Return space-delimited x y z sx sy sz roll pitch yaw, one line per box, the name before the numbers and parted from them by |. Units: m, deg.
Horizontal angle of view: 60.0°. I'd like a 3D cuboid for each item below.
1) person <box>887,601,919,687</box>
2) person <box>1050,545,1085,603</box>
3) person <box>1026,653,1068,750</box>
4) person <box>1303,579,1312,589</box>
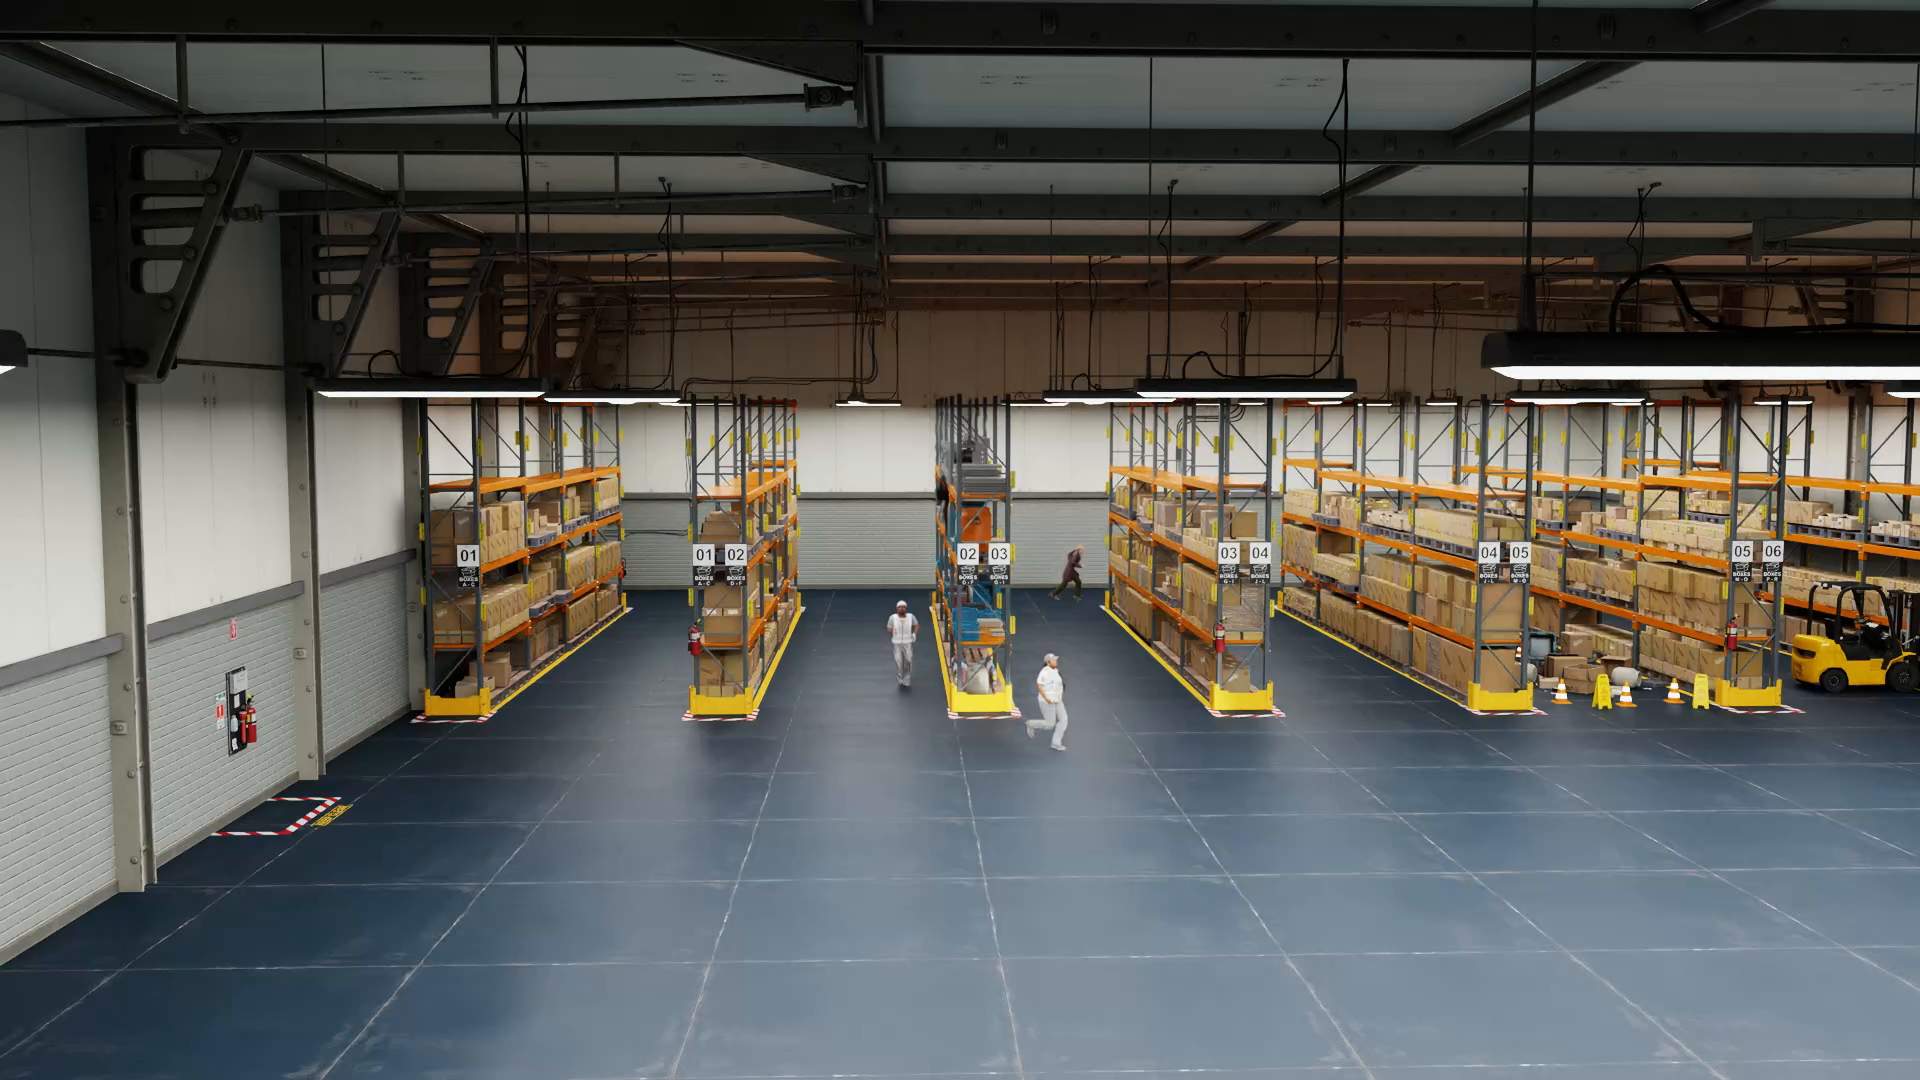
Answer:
person | -1.176 2.146 34.249 0.662 1.782 0.644 0 5 -3
person | 3.191 1.026 49.341 1.060 1.745 0.754 0 5 6
person | 1.488 2.723 28.062 0.709 1.632 0.608 3 5 32
person | 10.277 1.085 48.903 0.789 1.669 0.689 3 5 31
